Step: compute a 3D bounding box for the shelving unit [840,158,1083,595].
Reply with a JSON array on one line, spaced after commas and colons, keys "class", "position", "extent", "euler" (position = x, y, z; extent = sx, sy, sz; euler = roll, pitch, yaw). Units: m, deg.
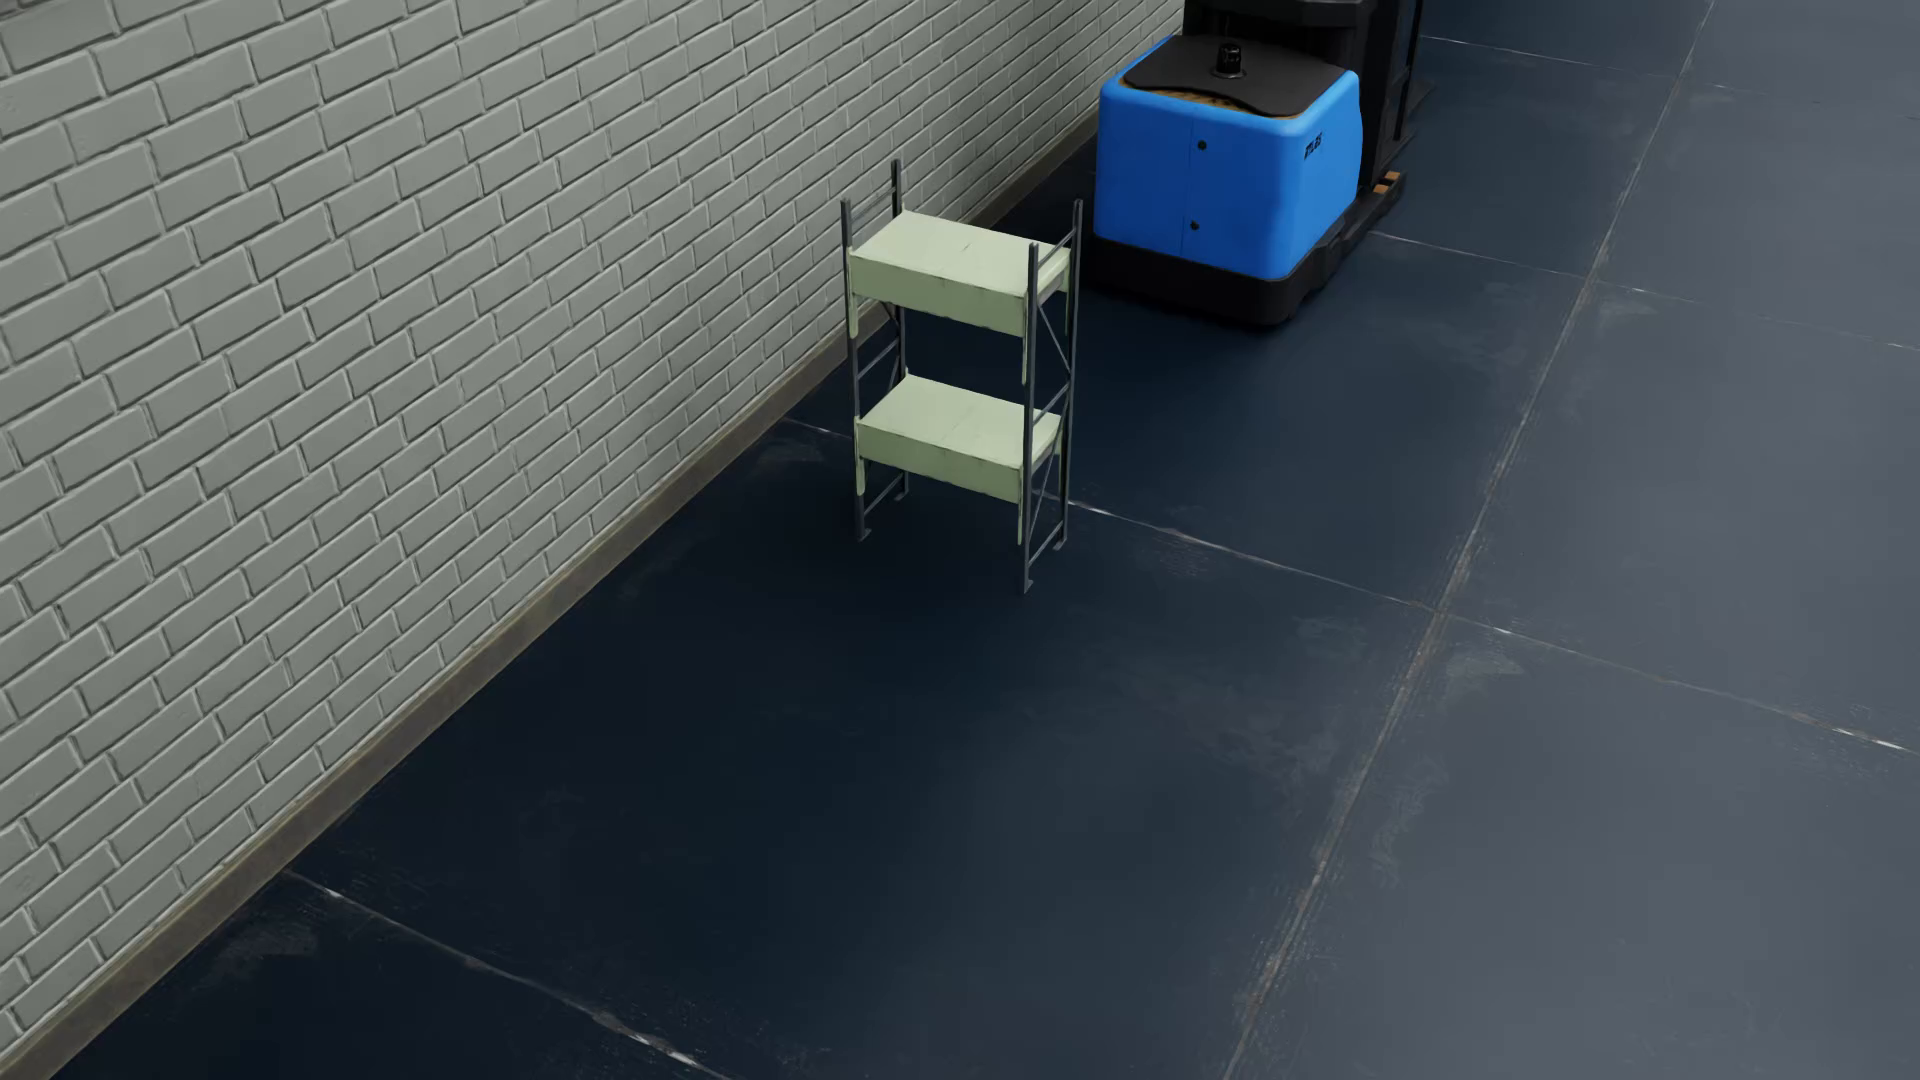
[{"class": "shelving unit", "position": [0.006, -0.596, 6.294], "extent": [0.755, 1.500, 0.431], "euler": [17, 41, 21]}]

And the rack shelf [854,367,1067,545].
[{"class": "rack shelf", "position": [0.006, -0.336, 6.491], "extent": [0.720, 0.370, 0.431], "euler": [17, 41, 21]}]

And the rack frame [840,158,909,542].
[{"class": "rack frame", "position": [-0.319, -0.697, 6.428], "extent": [0.023, 1.500, 0.400], "euler": [17, 41, 21]}]

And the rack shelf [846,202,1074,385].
[{"class": "rack shelf", "position": [0.006, -0.906, 6.058], "extent": [0.720, 0.370, 0.431], "euler": [17, 41, 21]}]

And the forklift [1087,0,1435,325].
[{"class": "forklift", "position": [1.817, -3.068, 8.367], "extent": [1.130, 2.935, 3.031], "euler": [19, 41, 23]}]

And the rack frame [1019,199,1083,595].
[{"class": "rack frame", "position": [0.331, -0.494, 6.160], "extent": [0.023, 1.500, 0.400], "euler": [17, 41, 21]}]
